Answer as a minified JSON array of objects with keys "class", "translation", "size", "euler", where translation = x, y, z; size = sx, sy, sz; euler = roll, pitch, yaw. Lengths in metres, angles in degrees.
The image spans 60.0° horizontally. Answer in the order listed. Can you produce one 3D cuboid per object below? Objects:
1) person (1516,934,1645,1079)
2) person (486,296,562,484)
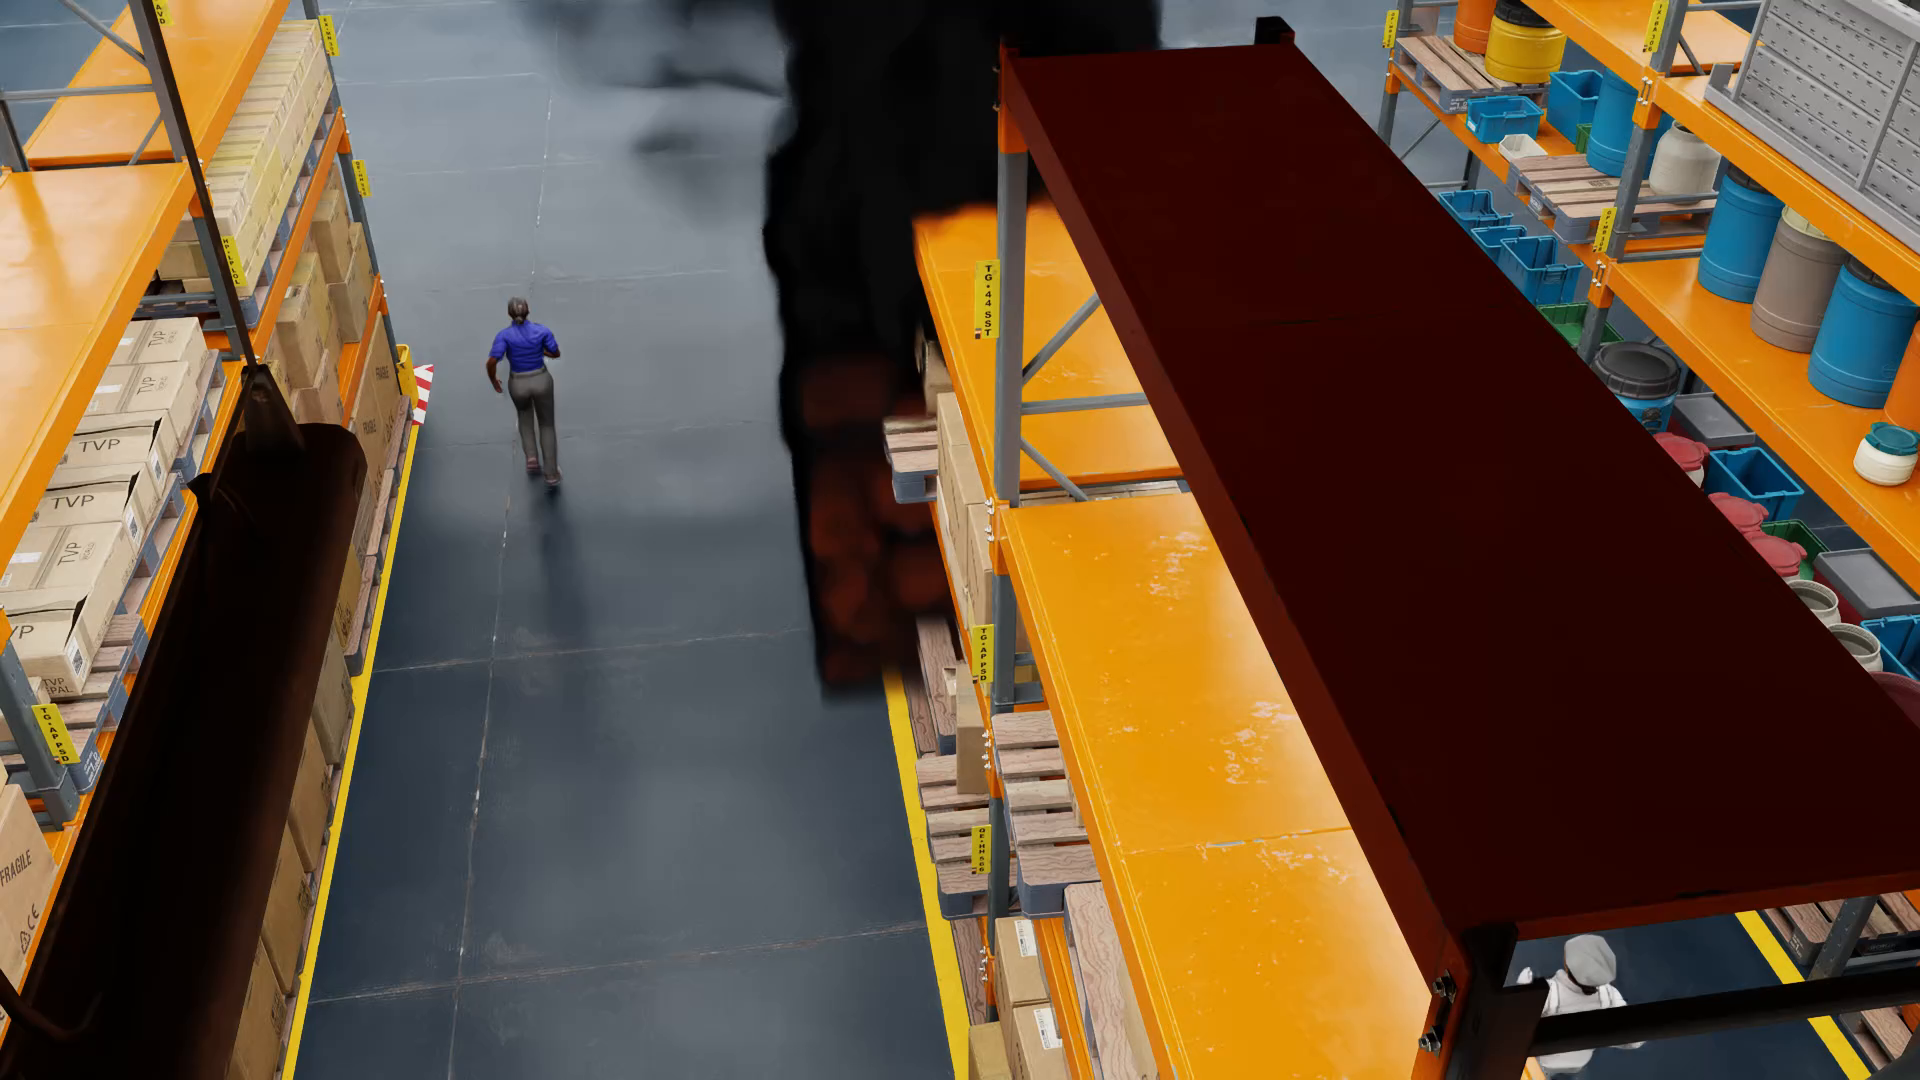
[{"class":"person","translation":[3.019,2.603,8.443],"size":[0.627,1.679,0.934],"euler":[-5,37,-7]},{"class":"person","translation":[-3.570,-1.240,13.784],"size":[0.589,1.717,0.723],"euler":[-8,37,-11]}]
